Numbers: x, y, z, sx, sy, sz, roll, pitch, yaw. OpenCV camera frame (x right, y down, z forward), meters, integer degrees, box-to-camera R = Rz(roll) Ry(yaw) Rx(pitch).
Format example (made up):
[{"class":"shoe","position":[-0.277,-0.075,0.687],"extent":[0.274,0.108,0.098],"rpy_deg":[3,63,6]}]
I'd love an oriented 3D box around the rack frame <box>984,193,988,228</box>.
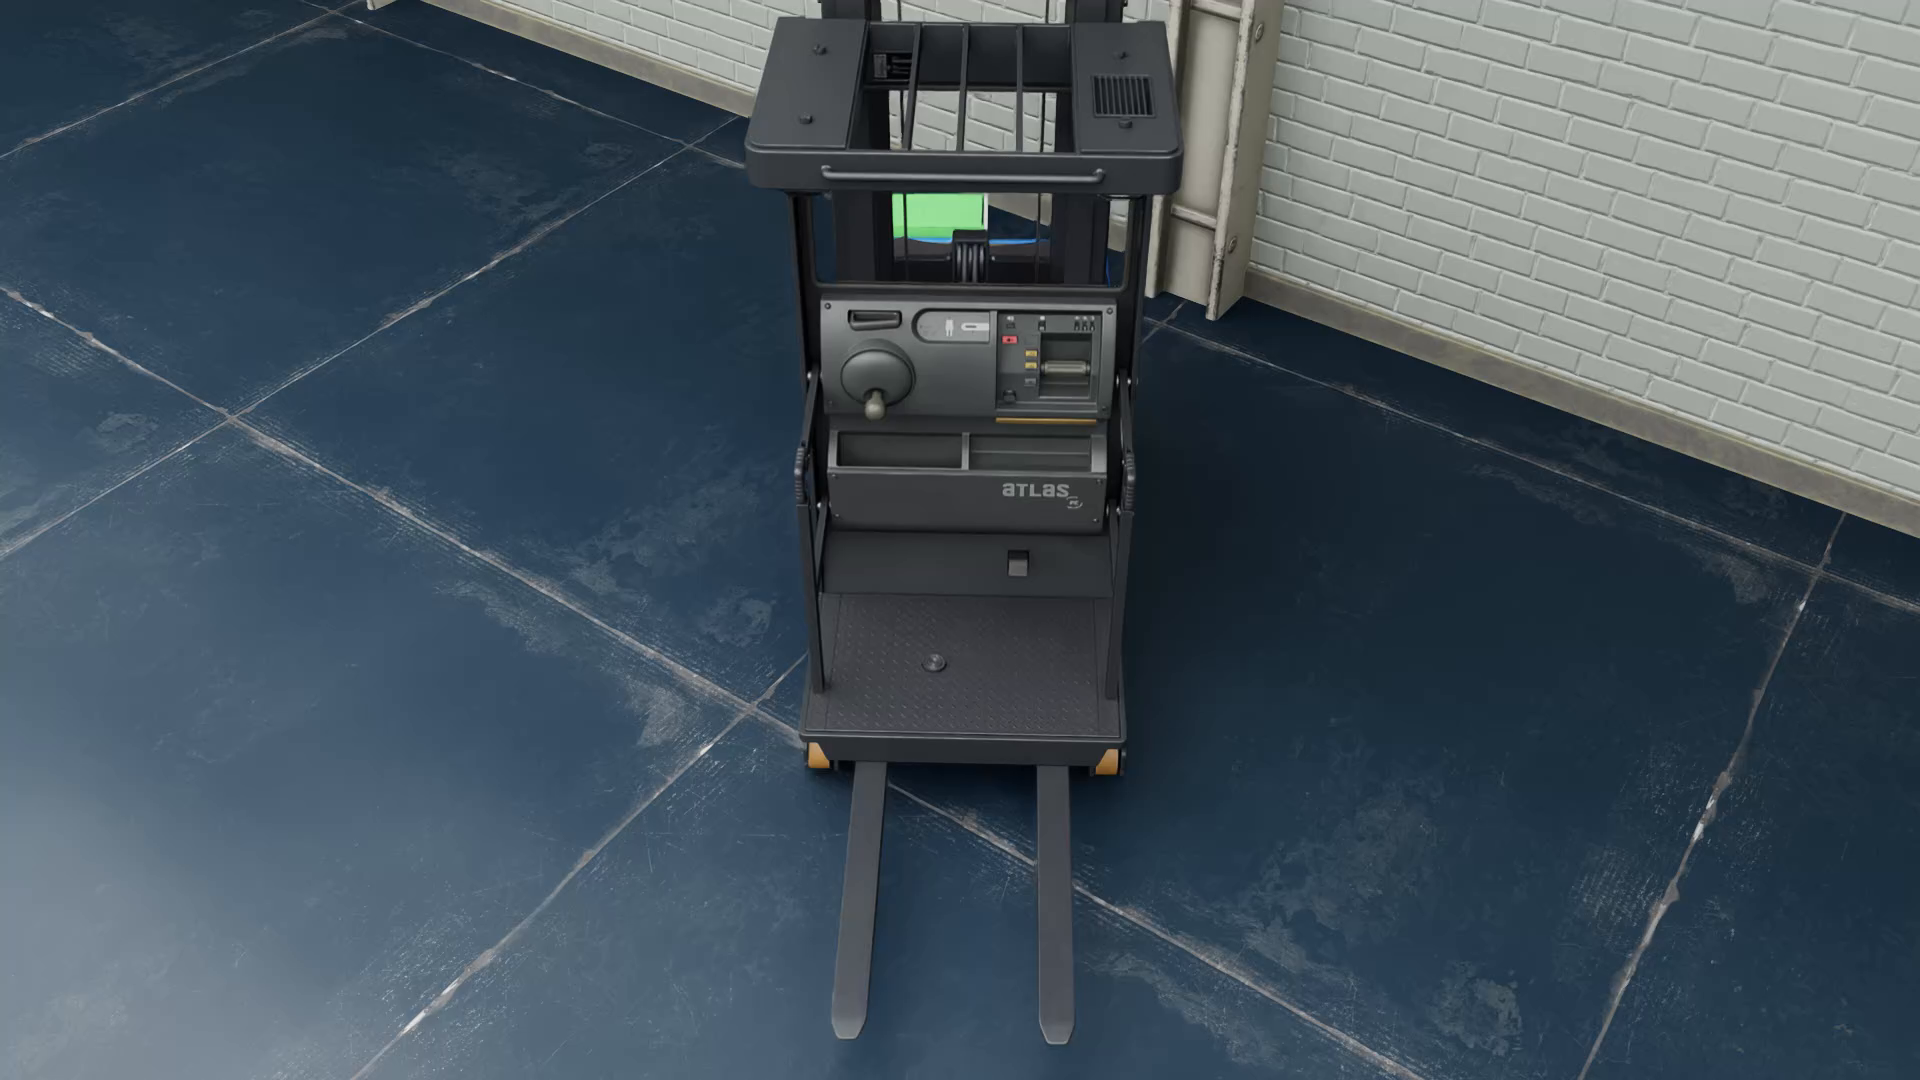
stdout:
[{"class":"rack frame","position":[0.103,-0.949,6.911],"extent":[0.015,1.200,0.240],"rpy_deg":[1,42,1]}]

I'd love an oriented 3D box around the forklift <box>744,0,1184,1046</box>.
[{"class":"forklift","position":[0.022,-0.488,5.097],"extent":[1.130,2.935,3.031],"rpy_deg":[1,42,1]}]

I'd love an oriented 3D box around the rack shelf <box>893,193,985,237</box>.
[{"class":"rack shelf","position":[-0.141,-1.263,6.637],"extent":[0.480,0.148,0.258],"rpy_deg":[1,42,1]}]

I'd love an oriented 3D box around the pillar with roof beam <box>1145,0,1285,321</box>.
[{"class":"pillar with roof beam","position":[-1.331,-2.204,2.464],"extent":[0.400,9.000,9.100],"rpy_deg":[25,48,25]}]

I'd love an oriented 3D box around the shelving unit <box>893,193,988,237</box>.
[{"class":"shelving unit","position":[-0.141,-0.953,6.915],"extent":[0.503,1.200,0.258],"rpy_deg":[1,42,1]}]
